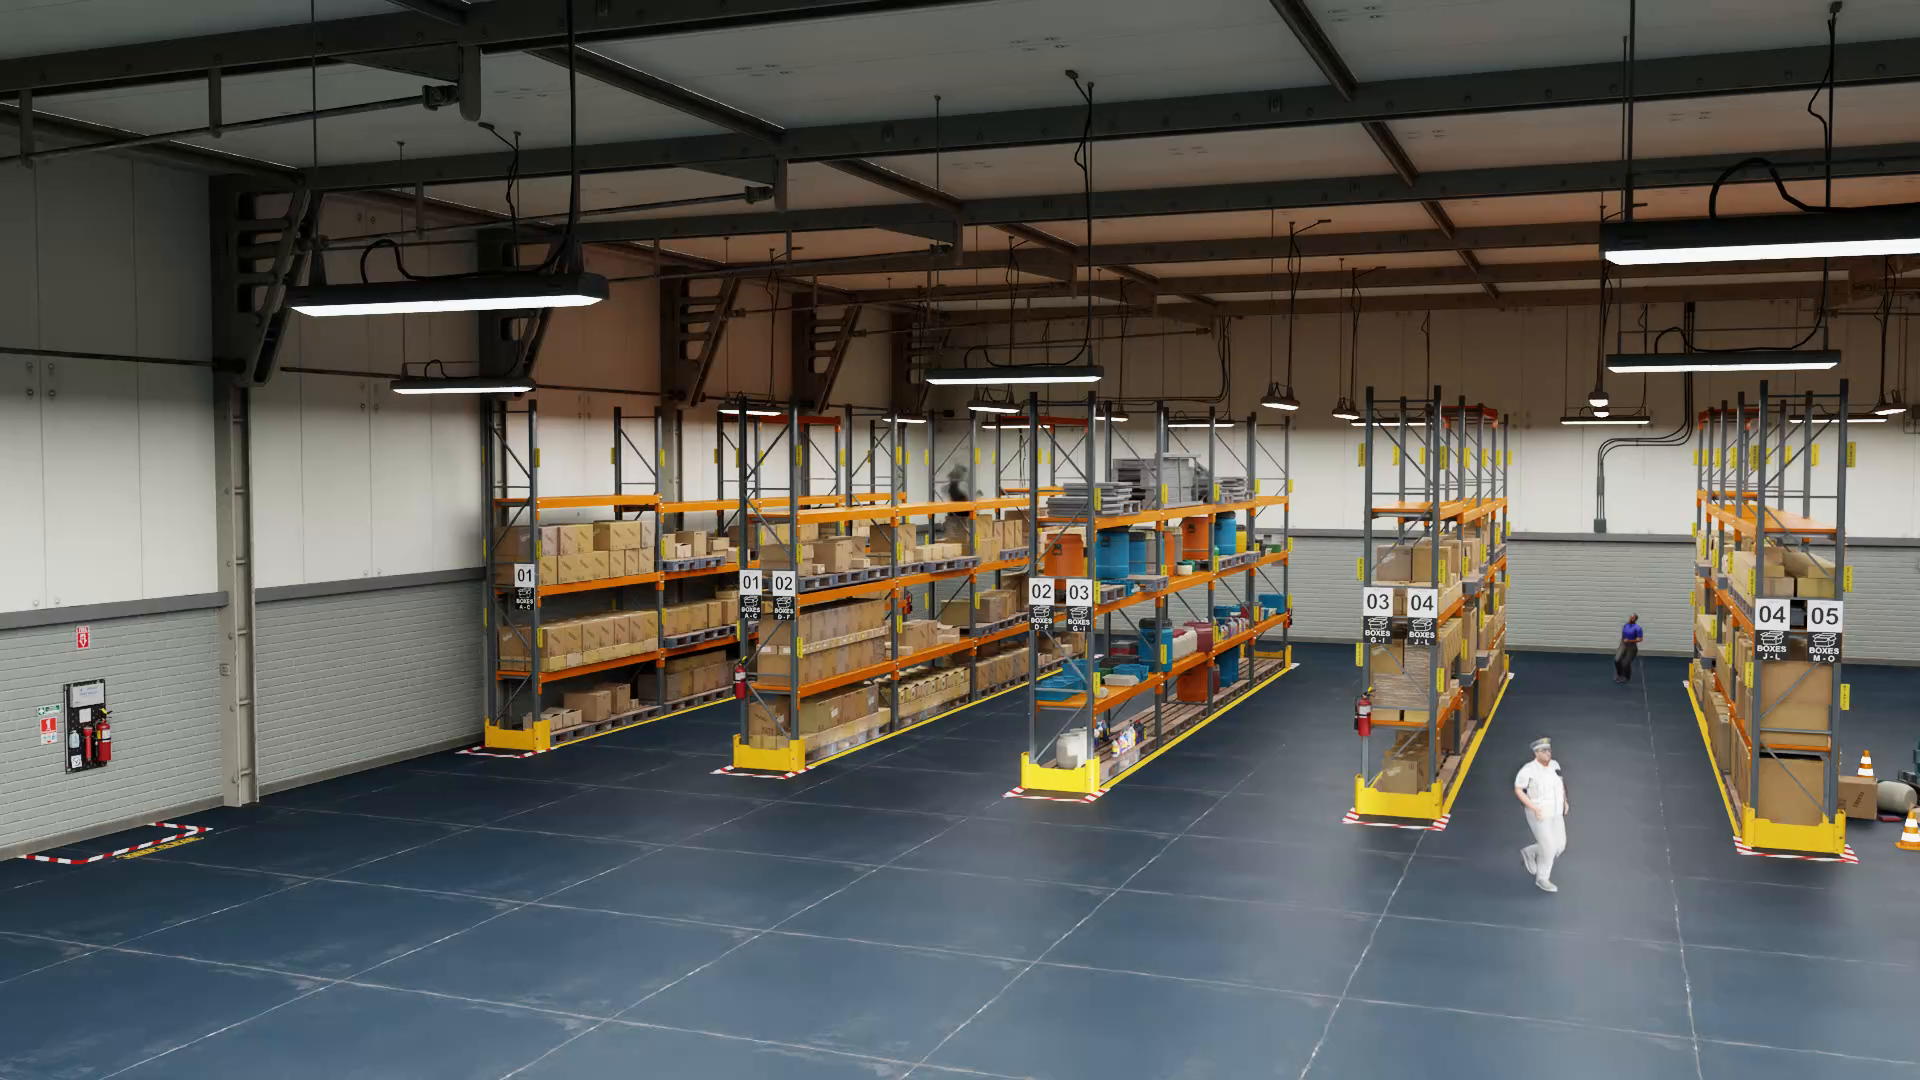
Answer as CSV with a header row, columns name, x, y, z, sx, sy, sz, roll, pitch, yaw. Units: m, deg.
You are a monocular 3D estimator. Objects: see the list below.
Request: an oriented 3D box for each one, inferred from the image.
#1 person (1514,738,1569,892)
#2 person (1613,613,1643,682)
name,x,y,z,sx,sy,sz,roll,pitch,yaw
person,6.794,3.176,19.462,0.658,1.763,0.612,-1,3,-24
person,14.788,2.389,36.786,0.622,1.558,0.635,-2,4,-41
